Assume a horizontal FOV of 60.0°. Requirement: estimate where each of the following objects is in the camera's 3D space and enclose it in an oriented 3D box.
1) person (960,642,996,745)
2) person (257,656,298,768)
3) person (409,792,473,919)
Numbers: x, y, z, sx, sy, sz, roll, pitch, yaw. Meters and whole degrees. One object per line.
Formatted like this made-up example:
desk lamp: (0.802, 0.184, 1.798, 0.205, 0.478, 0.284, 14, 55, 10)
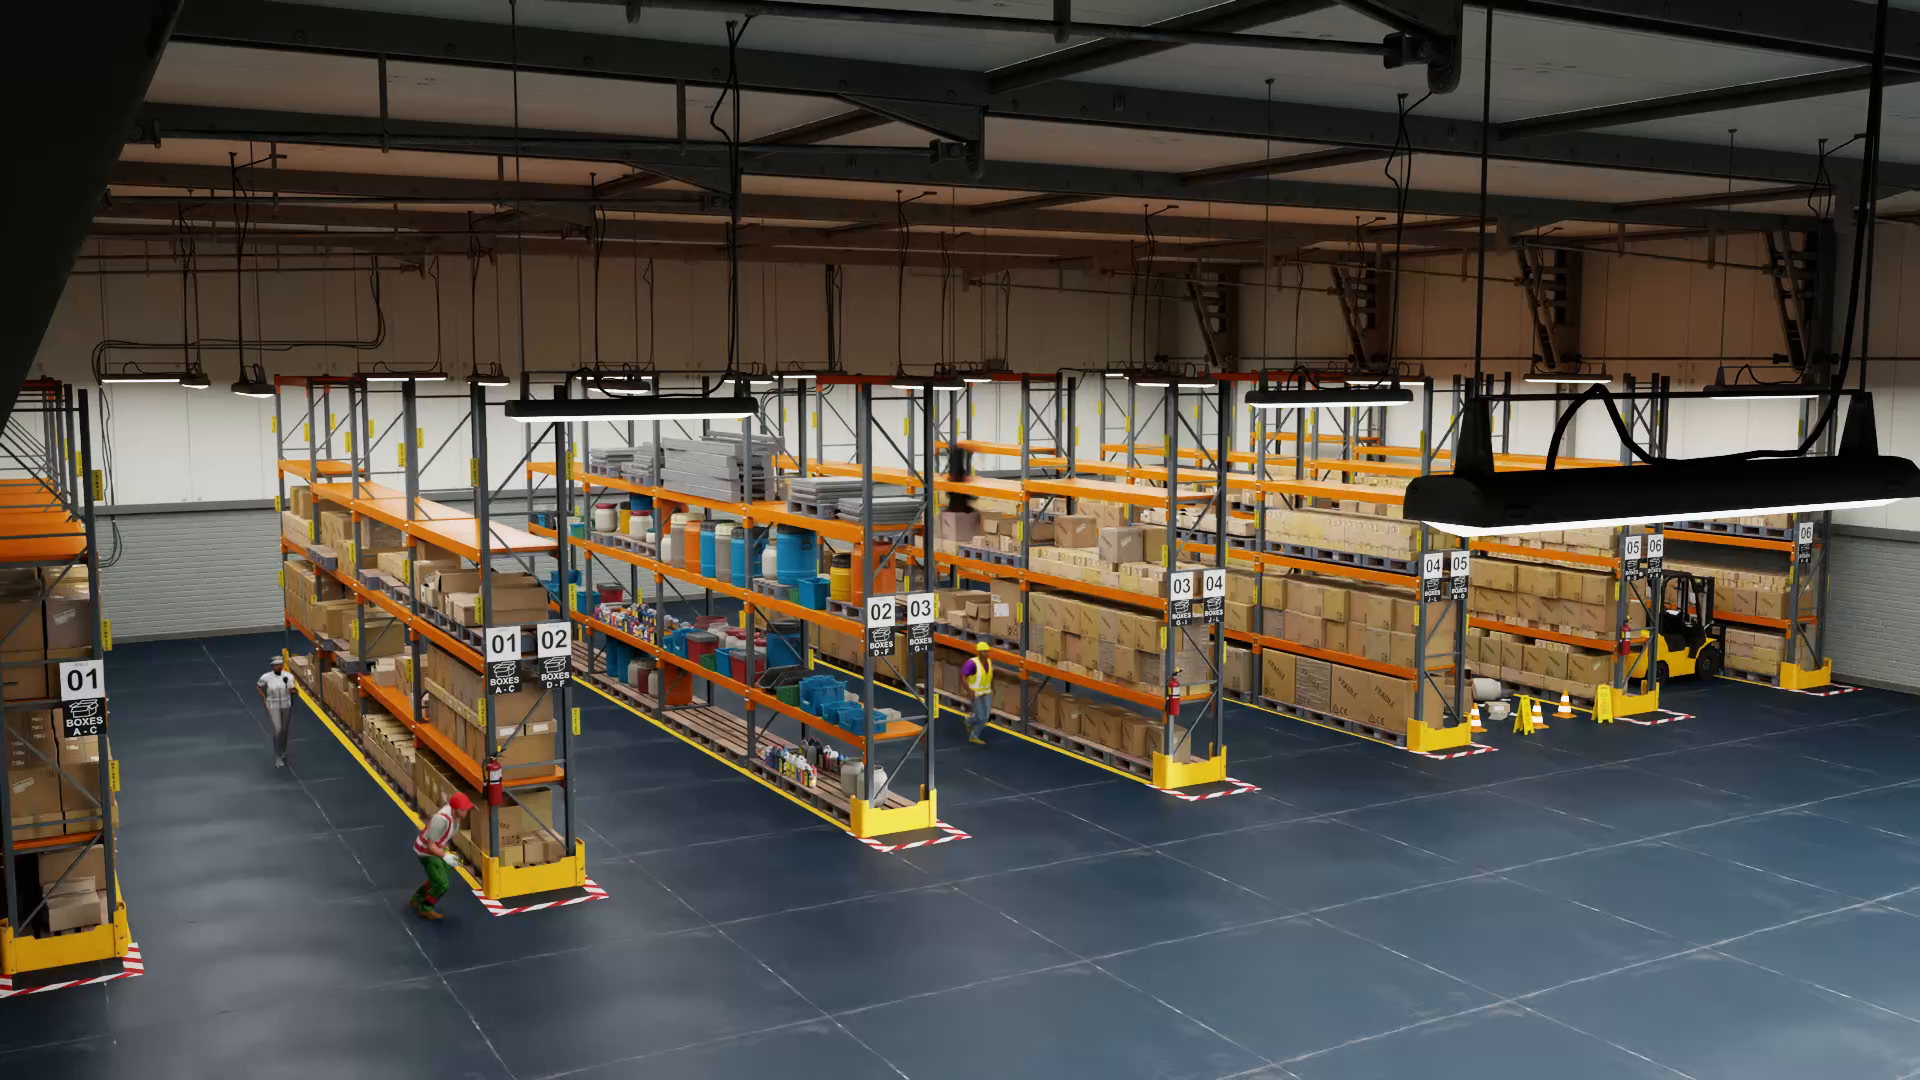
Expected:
person: (0.270, 2.503, 27.331, 0.696, 1.702, 0.590, -5, 8, -38)
person: (-10.639, 2.645, 25.979, 0.584, 1.737, 0.744, -4, 7, -30)
person: (-5.855, 3.538, 18.738, 0.950, 1.520, 0.736, 1, 6, 7)
